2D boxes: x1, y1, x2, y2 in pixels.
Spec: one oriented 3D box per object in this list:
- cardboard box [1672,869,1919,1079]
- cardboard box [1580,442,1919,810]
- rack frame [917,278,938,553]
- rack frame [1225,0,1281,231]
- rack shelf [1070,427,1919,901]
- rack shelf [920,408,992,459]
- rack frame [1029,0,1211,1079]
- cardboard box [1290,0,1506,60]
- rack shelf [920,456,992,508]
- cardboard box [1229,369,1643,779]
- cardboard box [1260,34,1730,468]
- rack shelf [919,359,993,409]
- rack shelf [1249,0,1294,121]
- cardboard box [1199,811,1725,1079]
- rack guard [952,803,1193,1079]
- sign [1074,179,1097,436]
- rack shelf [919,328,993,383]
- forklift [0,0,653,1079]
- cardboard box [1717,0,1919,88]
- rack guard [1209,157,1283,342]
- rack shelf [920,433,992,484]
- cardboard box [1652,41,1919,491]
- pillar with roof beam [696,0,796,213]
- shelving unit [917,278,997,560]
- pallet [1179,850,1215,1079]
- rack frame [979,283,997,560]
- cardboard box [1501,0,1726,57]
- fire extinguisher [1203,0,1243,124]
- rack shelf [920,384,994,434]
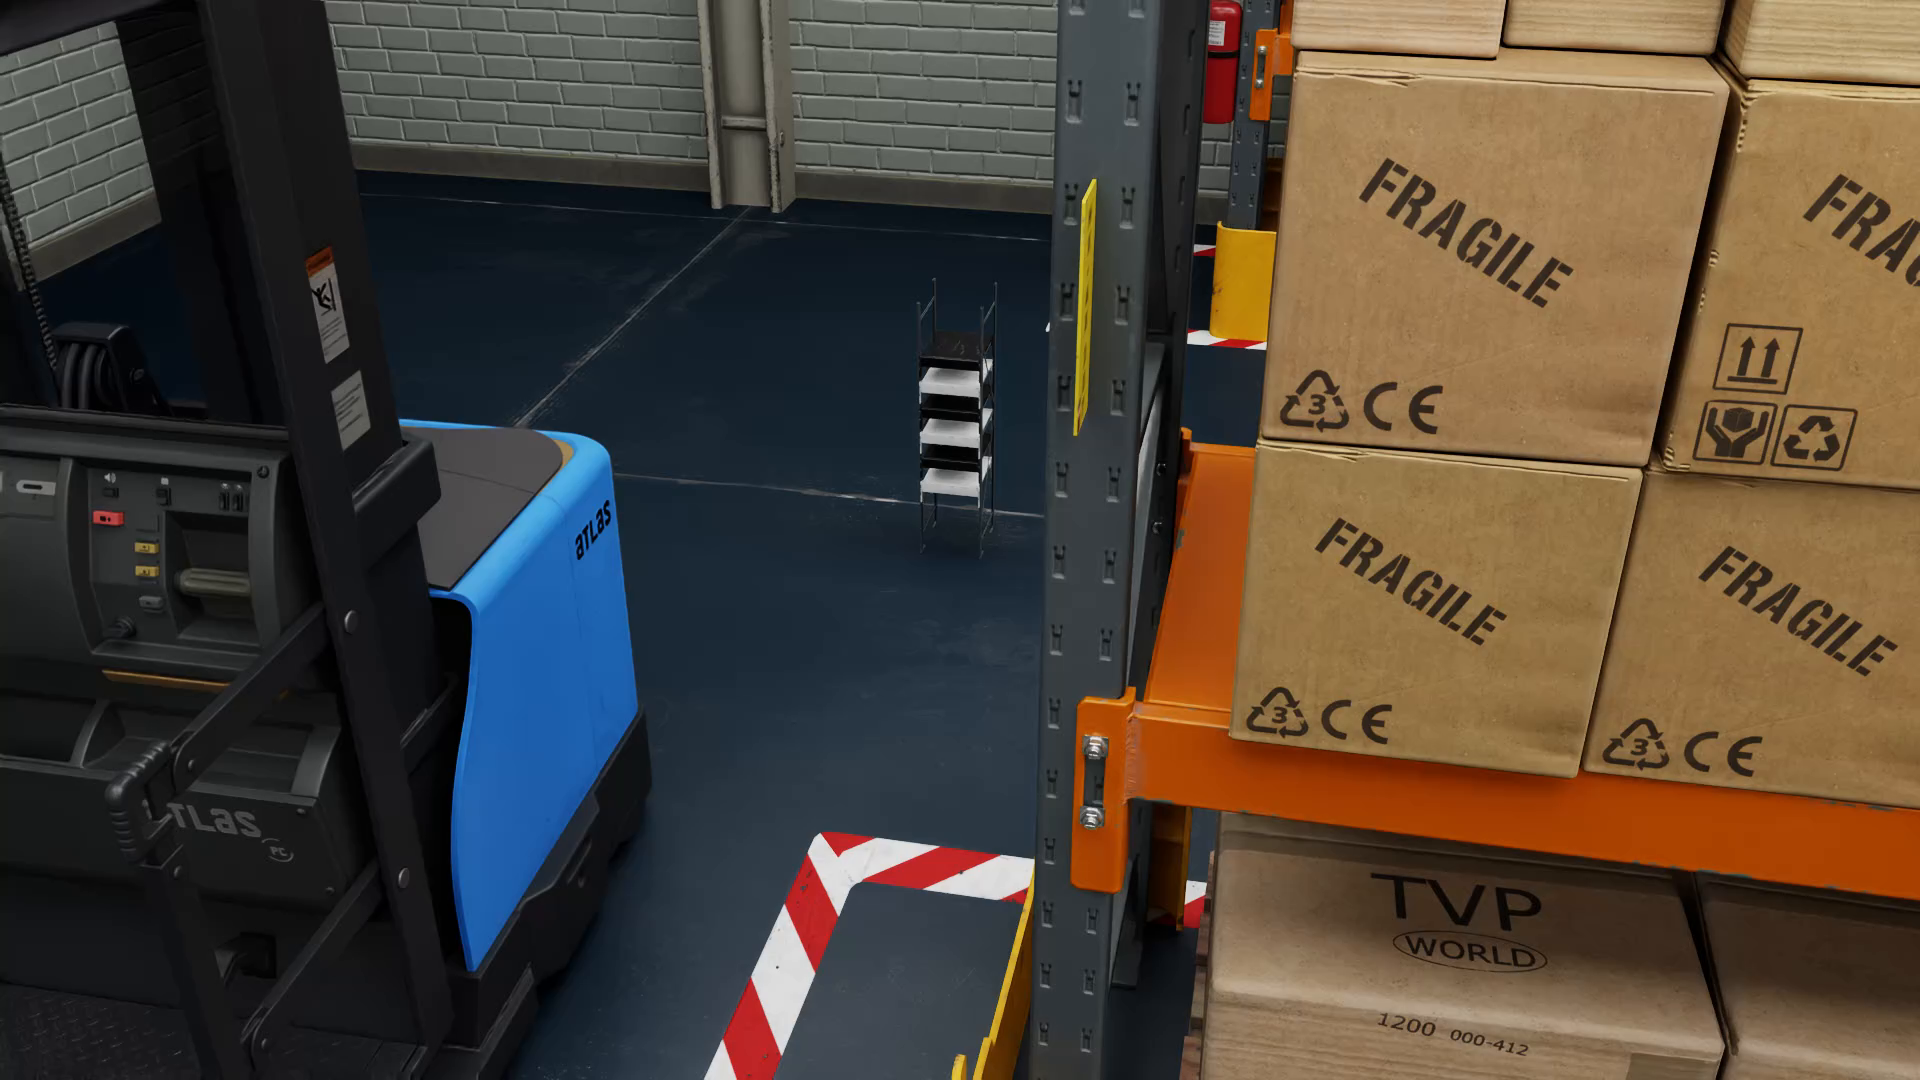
[{"bbox_3d":[1.850,0.897,3.218,0.875,0.438,0.875,7,29,12],"label":"cardboard box"},{"bbox_3d":[1.197,0.027,2.472,0.500,0.500,0.500,5,29,10],"label":"cardboard box"},{"bbox_3d":[-0.107,-0.406,5.554,0.006,0.900,0.240,6,29,11],"label":"rack frame"},{"bbox_3d":[1.320,-2.481,7.158,0.127,3.000,1.000,6,29,11],"label":"rack frame"},{"bbox_3d":[2.243,0.367,2.706,4.000,0.370,1.077,6,29,11],"label":"rack shelf"},{"bbox_3d":[-0.008,-0.366,5.551,0.200,0.077,0.258,6,29,11],"label":"rack shelf"},{"bbox_3d":[0.287,-0.149,2.899,0.127,3.000,1.000,6,29,11],"label":"rack frame"},{"bbox_3d":[0.576,-0.751,2.177,0.250,0.149,0.380,6,29,12],"label":"cardboard box"},{"bbox_3d":[-0.008,-0.208,5.638,0.200,0.077,0.258,6,29,11],"label":"rack shelf"},{"bbox_3d":[0.696,-0.010,2.541,0.500,0.500,0.500,6,29,10],"label":"cardboard box"},{"bbox_3d":[0.697,-0.450,2.303,0.500,0.500,0.500,5,29,9],"label":"cardboard box"},{"bbox_3d":[-0.008,-0.524,5.465,0.200,0.077,0.258,6,29,11],"label":"rack shelf"},{"bbox_3d":[3.276,-1.965,6.964,4.000,0.370,1.077,6,29,11],"label":"rack shelf"},{"bbox_3d":[0.953,0.809,3.379,0.875,0.438,0.875,5,29,9],"label":"cardboard box"},{"bbox_3d":[0.263,0.945,3.504,0.348,0.500,1.175,6,29,11],"label":"rack guard"},{"bbox_3d":[0.165,-0.304,2.198,0.005,0.325,0.100,6,29,11],"label":"sign"},{"bbox_3d":[-0.008,-0.603,5.422,0.200,0.077,0.258,6,29,11],"label":"rack shelf"},{"bbox_3d":[-1.597,0.056,2.596,1.130,2.935,3.031,5,29,9],"label":"forklift"},{"bbox_3d":[1.078,-0.678,2.044,0.250,0.149,0.380,7,29,12],"label":"cardboard box"},{"bbox_3d":[1.394,-1.377,7.744,0.348,0.500,1.175,6,29,11],"label":"rack guard"},{"bbox_3d":[-0.008,-0.287,5.595,0.200,0.077,0.258,6,29,11],"label":"rack shelf"},{"bbox_3d":[1.204,-0.401,2.214,0.500,0.500,0.500,5,29,9],"label":"cardboard box"},{"bbox_3d":[-2.028,-3.784,3.292,0.400,9.000,9.100,6,29,11],"label":"pillar with roof beam"},{"bbox_3d":[-0.008,-0.396,5.535,0.210,0.900,0.258,6,29,11],"label":"shelving unit"},{"bbox_3d":[1.085,1.117,3.490,1.213,0.211,1.003,6,29,11],"label":"pallet"},{"bbox_3d":[0.091,-0.385,5.517,0.006,0.900,0.240,6,29,11],"label":"rack frame"},{"bbox_3d":[0.847,-0.758,2.190,0.250,0.149,0.380,7,29,12],"label":"cardboard box"},{"bbox_3d":[1.079,-2.081,6.897,0.183,0.674,0.296,6,29,11],"label":"fire extinguisher"},{"bbox_3d":[-0.008,-0.445,5.508,0.200,0.077,0.258,6,29,11],"label":"rack shelf"}]
